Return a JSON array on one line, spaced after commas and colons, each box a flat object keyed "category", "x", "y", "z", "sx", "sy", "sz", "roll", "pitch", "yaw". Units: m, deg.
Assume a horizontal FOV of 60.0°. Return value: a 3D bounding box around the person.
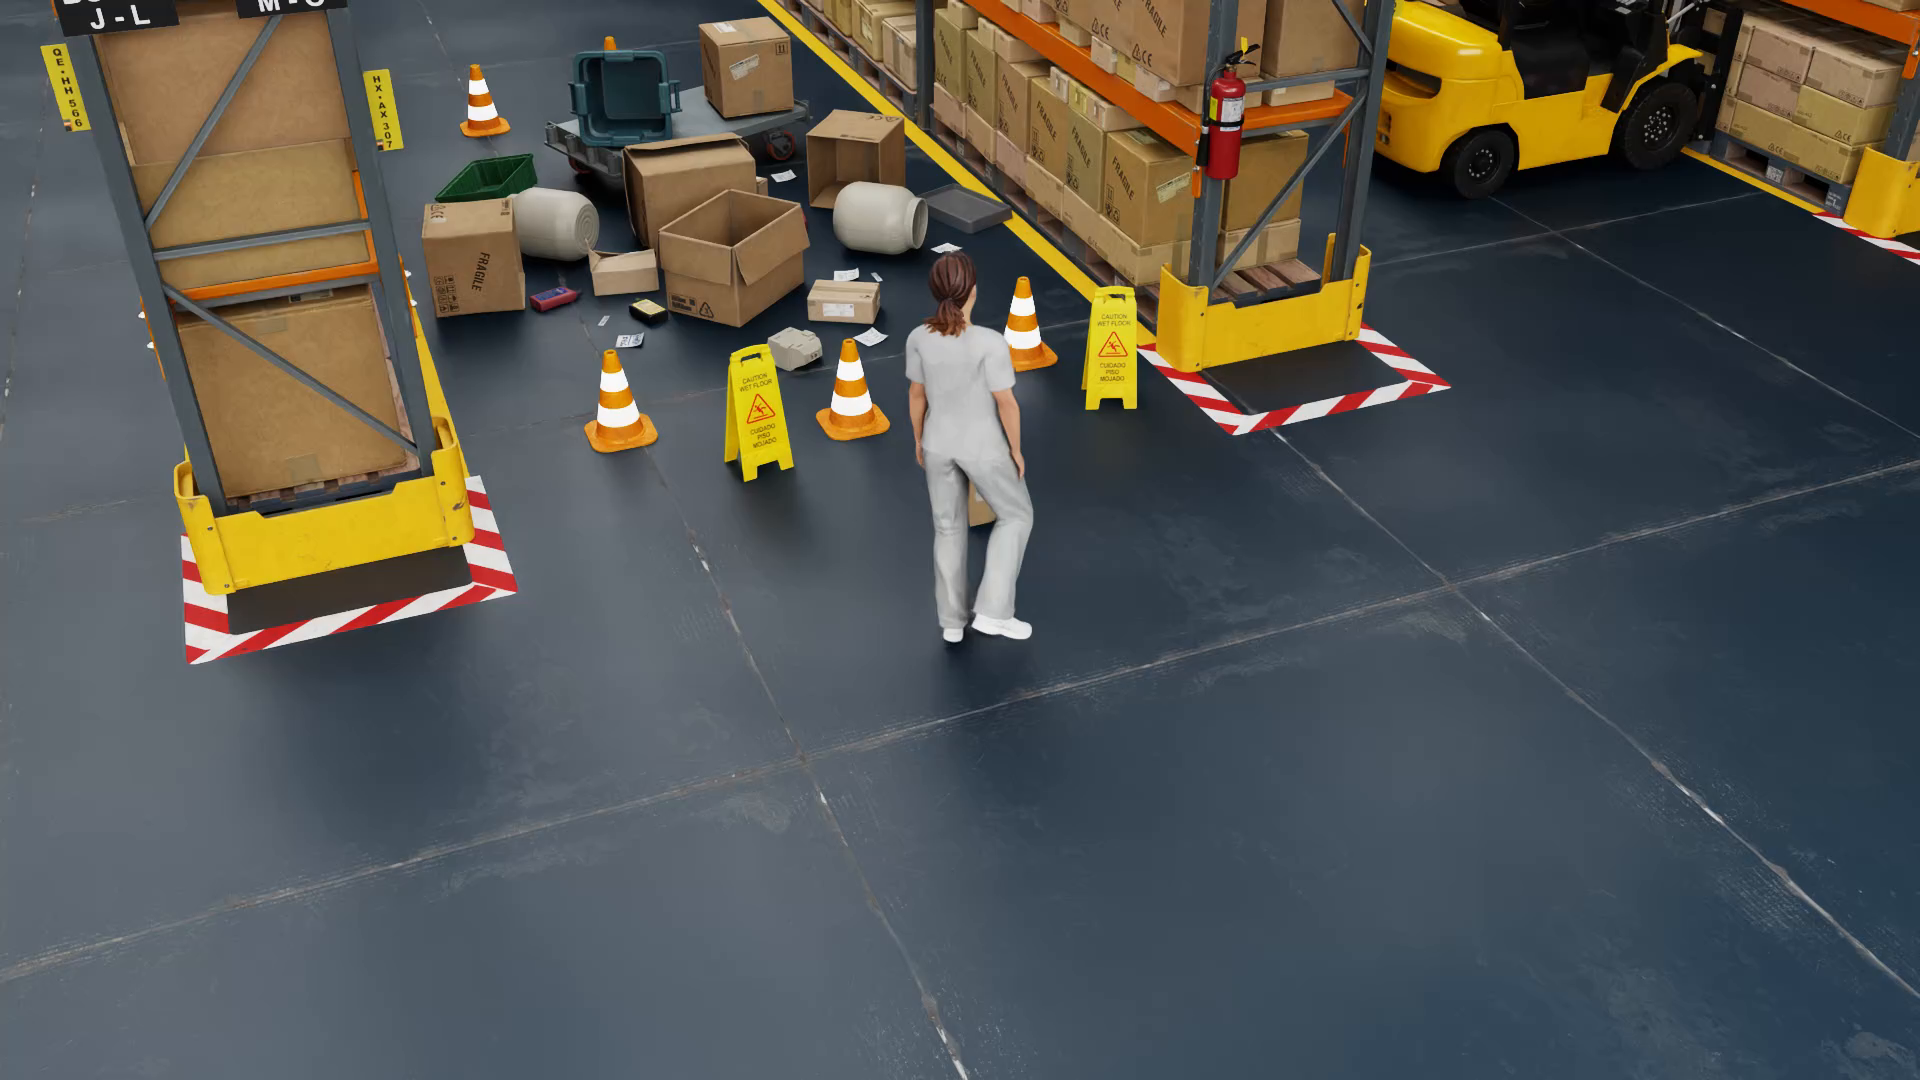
[{"category": "person", "x": 0.042, "y": -0.272, "z": 6.636, "sx": 0.555, "sy": 1.542, "sz": 0.428, "roll": 12, "pitch": 35, "yaw": 18}]
